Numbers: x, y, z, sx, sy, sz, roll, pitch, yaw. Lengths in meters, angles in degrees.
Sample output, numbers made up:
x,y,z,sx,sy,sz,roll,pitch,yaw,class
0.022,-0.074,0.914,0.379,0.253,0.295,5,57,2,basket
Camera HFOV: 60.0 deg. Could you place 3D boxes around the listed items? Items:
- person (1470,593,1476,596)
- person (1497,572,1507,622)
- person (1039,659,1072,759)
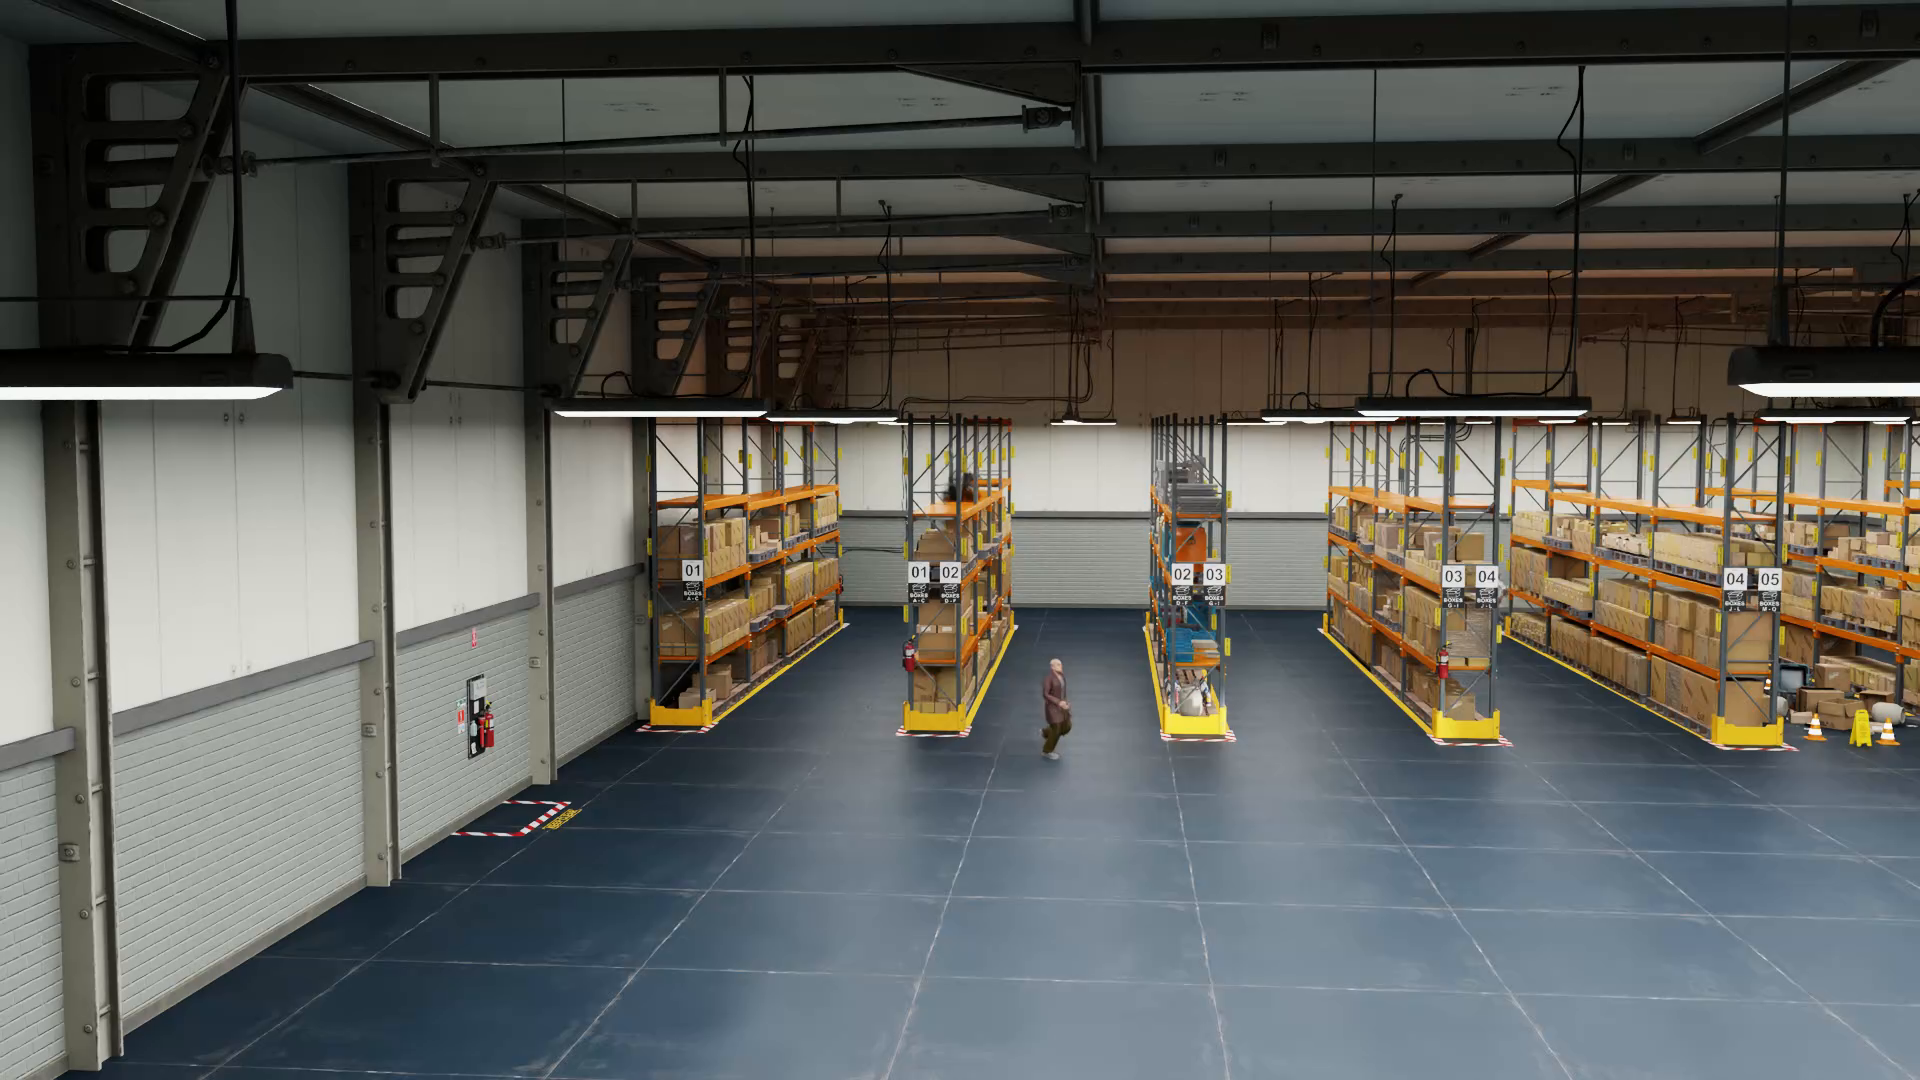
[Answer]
x,y,z,sx,sy,sz,roll,pitch,yaw,class
13.779,1.819,44.847,0.684,1.802,0.935,1,4,18,person
15.297,1.667,47.248,0.686,1.595,0.644,-1,4,-8,person
1.660,2.921,28.850,0.700,1.740,0.734,3,5,36,person
